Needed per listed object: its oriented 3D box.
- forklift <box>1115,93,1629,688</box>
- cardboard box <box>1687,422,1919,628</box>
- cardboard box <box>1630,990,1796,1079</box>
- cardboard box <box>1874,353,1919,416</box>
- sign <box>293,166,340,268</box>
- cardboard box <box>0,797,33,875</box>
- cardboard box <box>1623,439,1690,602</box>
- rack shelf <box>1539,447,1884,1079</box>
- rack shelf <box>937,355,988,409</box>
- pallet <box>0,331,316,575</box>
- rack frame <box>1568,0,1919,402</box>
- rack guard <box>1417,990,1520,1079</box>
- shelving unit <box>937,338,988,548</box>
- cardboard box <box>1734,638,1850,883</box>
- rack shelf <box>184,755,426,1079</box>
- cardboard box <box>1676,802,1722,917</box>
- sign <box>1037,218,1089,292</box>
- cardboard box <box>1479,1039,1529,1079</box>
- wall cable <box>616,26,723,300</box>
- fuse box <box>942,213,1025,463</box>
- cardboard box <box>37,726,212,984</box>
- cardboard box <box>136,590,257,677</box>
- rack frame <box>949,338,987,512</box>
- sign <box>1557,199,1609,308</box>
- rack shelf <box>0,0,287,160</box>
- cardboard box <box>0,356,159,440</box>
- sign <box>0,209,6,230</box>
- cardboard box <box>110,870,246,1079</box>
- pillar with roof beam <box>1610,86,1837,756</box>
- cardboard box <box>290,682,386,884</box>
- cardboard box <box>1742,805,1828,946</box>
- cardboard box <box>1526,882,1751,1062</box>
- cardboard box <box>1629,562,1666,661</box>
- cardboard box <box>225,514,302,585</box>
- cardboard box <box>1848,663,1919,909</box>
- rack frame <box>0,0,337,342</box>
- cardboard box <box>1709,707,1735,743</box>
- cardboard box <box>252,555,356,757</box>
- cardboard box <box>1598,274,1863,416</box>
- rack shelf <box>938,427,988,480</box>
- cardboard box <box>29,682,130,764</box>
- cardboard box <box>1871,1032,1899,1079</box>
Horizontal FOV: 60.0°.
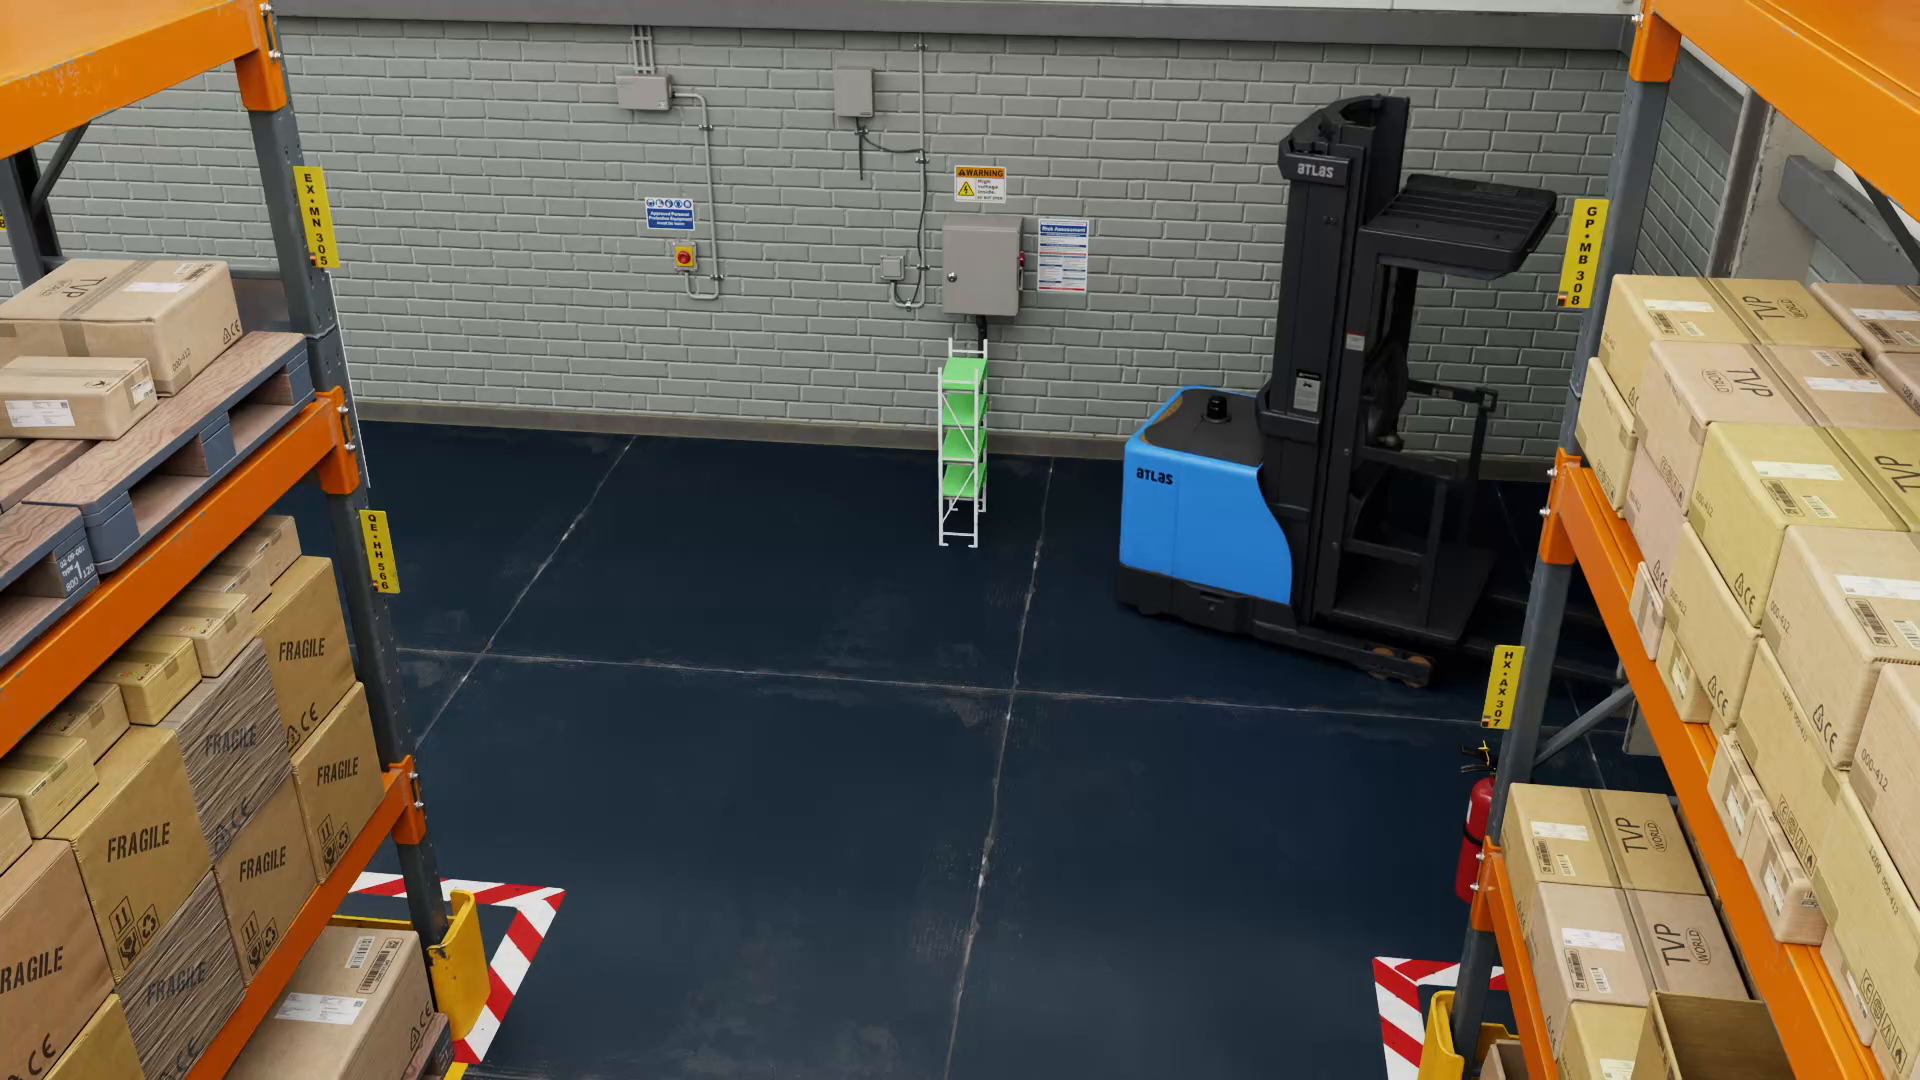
[{"bbox_3d":[2.461,-0.776,8.893,3.031,2.935,1.130,14,31,24],"label":"forklift"},{"bbox_3d":[1.921,-0.030,3.590,0.500,0.250,0.500,3,28,5],"label":"cardboard box"},{"bbox_3d":[1.847,1.415,3.808,0.500,0.500,0.500,4,29,7],"label":"cardboard box"},{"bbox_3d":[2.511,-0.230,3.961,0.500,0.250,0.500,3,28,5],"label":"cardboard box"},{"bbox_3d":[-2.037,-1.019,5.257,0.100,0.325,0.005,3,28,6],"label":"sign"},{"bbox_3d":[-2.572,0.756,4.133,0.380,0.149,0.250,4,29,8],"label":"cardboard box"},{"bbox_3d":[1.986,-0.046,4.148,0.500,0.250,0.500,4,29,7],"label":"cardboard box"},{"bbox_3d":[2.108,0.843,3.410,1.077,0.370,4.000,3,28,6],"label":"rack shelf"},{"bbox_3d":[0.020,-0.972,10.205,0.258,0.148,0.480,3,28,6],"label":"rack shelf"},{"bbox_3d":[-2.654,-0.313,4.891,1.003,0.211,1.213,3,28,6],"label":"pallet"},{"bbox_3d":[2.353,-1.736,4.276,1.000,3.000,0.127,3,28,6],"label":"rack frame"},{"bbox_3d":[2.344,2.042,6.225,1.175,0.500,0.348,3,28,6],"label":"rack guard"},{"bbox_3d":[0.020,-0.606,10.402,0.258,1.200,0.503,3,28,6],"label":"shelving unit"},{"bbox_3d":[1.870,0.439,3.247,0.500,0.250,0.500,3,28,5],"label":"cardboard box"},{"bbox_3d":[-2.819,1.877,4.654,1.077,0.370,4.000,3,28,6],"label":"rack shelf"},{"bbox_3d":[2.560,1.073,5.233,0.500,0.250,0.500,4,29,8],"label":"cardboard box"},{"bbox_3d":[0.677,-1.873,10.956,0.329,0.494,0.001,3,28,6],"label":"sign"},{"bbox_3d":[2.184,2.102,5.667,0.797,0.503,0.637,2,28,4],"label":"cardboard box"},{"bbox_3d":[-1.906,-2.498,10.912,0.585,1.953,0.123,3,28,6],"label":"wall cable"},{"bbox_3d":[0.161,-1.279,11.112,0.539,1.711,0.414,3,28,6],"label":"fuse box"},{"bbox_3d":[-2.495,0.856,4.631,0.500,0.500,0.500,3,28,6],"label":"cardboard box"},{"bbox_3d":[-2.374,0.277,5.022,0.380,0.149,0.250,3,28,6],"label":"cardboard box"},{"bbox_3d":[0.050,-0.721,10.615,0.240,1.200,0.015,3,28,6],"label":"rack frame"},{"bbox_3d":[1.815,-0.831,4.838,0.100,0.325,0.005,3,28,6],"label":"sign"},{"bbox_3d":[-2.819,-0.588,3.326,1.077,0.370,4.000,3,28,6],"label":"rack shelf"},{"bbox_3d":[-2.511,-0.401,4.678,0.380,0.149,0.250,1,28,2],"label":"cardboard box"},{"bbox_3d":[-3.124,-1.156,5.358,0.100,0.325,0.005,3,28,6],"label":"sign"},{"bbox_3d":[-2.500,1.295,4.870,0.500,0.500,0.500,4,29,8],"label":"cardboard box"},{"bbox_3d":[-0.695,-3.203,6.999,9.100,9.000,0.400,3,28,6],"label":"pillar with roof beam"},{"bbox_3d":[-2.370,0.817,5.757,0.500,0.500,0.500,4,29,6],"label":"cardboard box"},{"bbox_3d":[1.773,0.666,3.246,0.380,0.149,0.250,4,29,7],"label":"cardboard box"},{"bbox_3d":[1.969,1.276,4.856,0.500,0.250,0.500,4,29,7],"label":"cardboard box"},{"bbox_3d":[1.896,0.188,4.132,0.380,0.149,0.250,4,29,7],"label":"cardboard box"},{"bbox_3d":[-2.419,0.030,5.481,0.380,0.149,0.250,4,29,7],"label":"cardboard box"},{"bbox_3d":[1.810,0.454,2.692,0.500,0.250,0.500,4,29,7],"label":"cardboard box"},{"bbox_3d":[-2.574,-2.022,4.808,1.000,3.000,0.127,3,28,6],"label":"rack frame"},{"bbox_3d":[1.902,0.432,3.680,0.380,0.149,0.250,3,28,6],"label":"cardboard box"},{"bbox_3d":[-2.396,0.375,5.523,0.500,0.500,0.500,4,29,8],"label":"cardboard box"},{"bbox_3d":[2.049,-0.506,4.473,0.500,0.250,0.500,3,28,6],"label":"cardboard box"},{"bbox_3d":[0.020,-0.550,10.432,0.258,0.148,0.480,3,28,6],"label":"rack shelf"},{"bbox_3d":[-2.548,0.512,4.585,0.380,0.149,0.250,3,28,6],"label":"cardboard box"},{"bbox_3d":[1.785,0.912,2.790,0.380,0.149,0.250,4,29,8],"label":"cardboard box"}]
